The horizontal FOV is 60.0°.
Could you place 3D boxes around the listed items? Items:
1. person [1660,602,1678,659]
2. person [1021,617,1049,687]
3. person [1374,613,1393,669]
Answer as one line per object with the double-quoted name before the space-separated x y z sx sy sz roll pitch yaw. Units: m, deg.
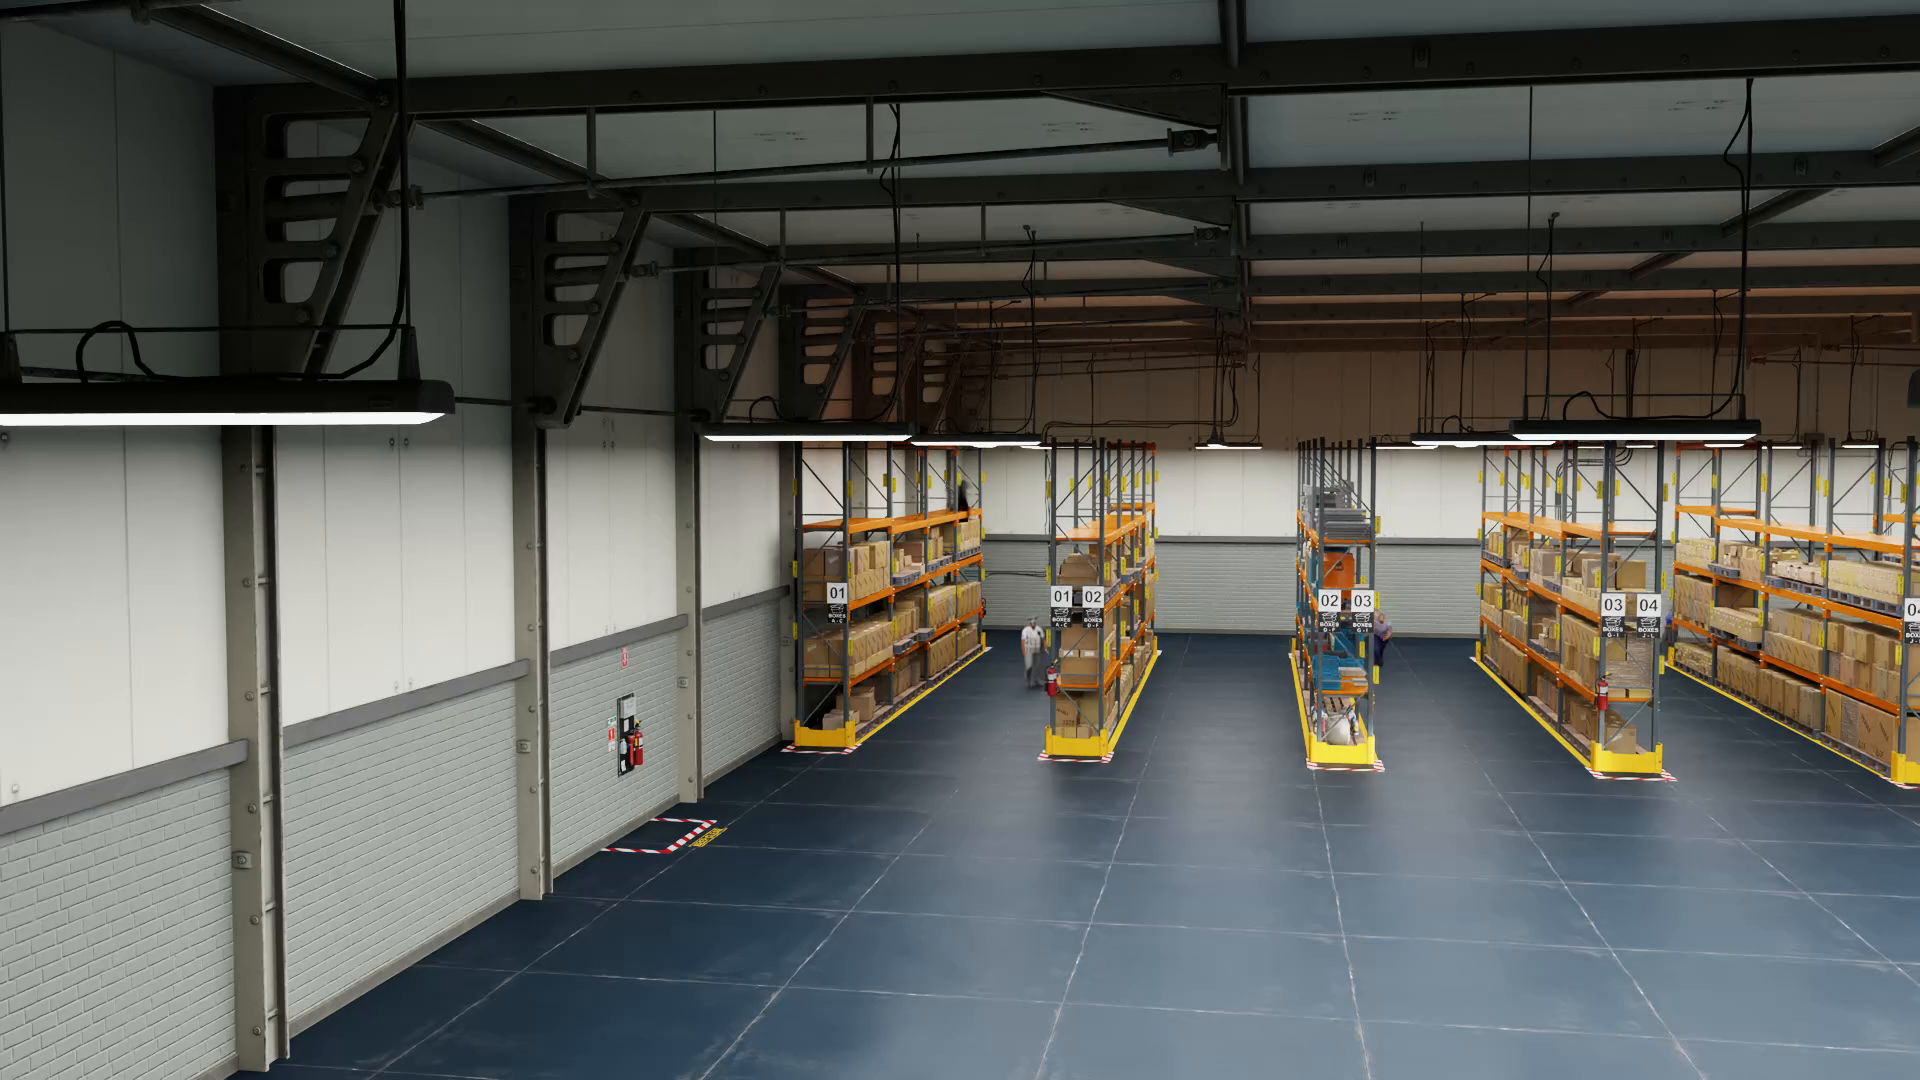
"person" 19.536 2.533 45.538 0.821 1.652 0.622 0 3 -7
"person" 1.804 2.731 40.668 0.640 1.735 0.623 -1 3 -23
"person" 11.229 2.667 44.340 0.598 1.495 1.027 1 3 12
